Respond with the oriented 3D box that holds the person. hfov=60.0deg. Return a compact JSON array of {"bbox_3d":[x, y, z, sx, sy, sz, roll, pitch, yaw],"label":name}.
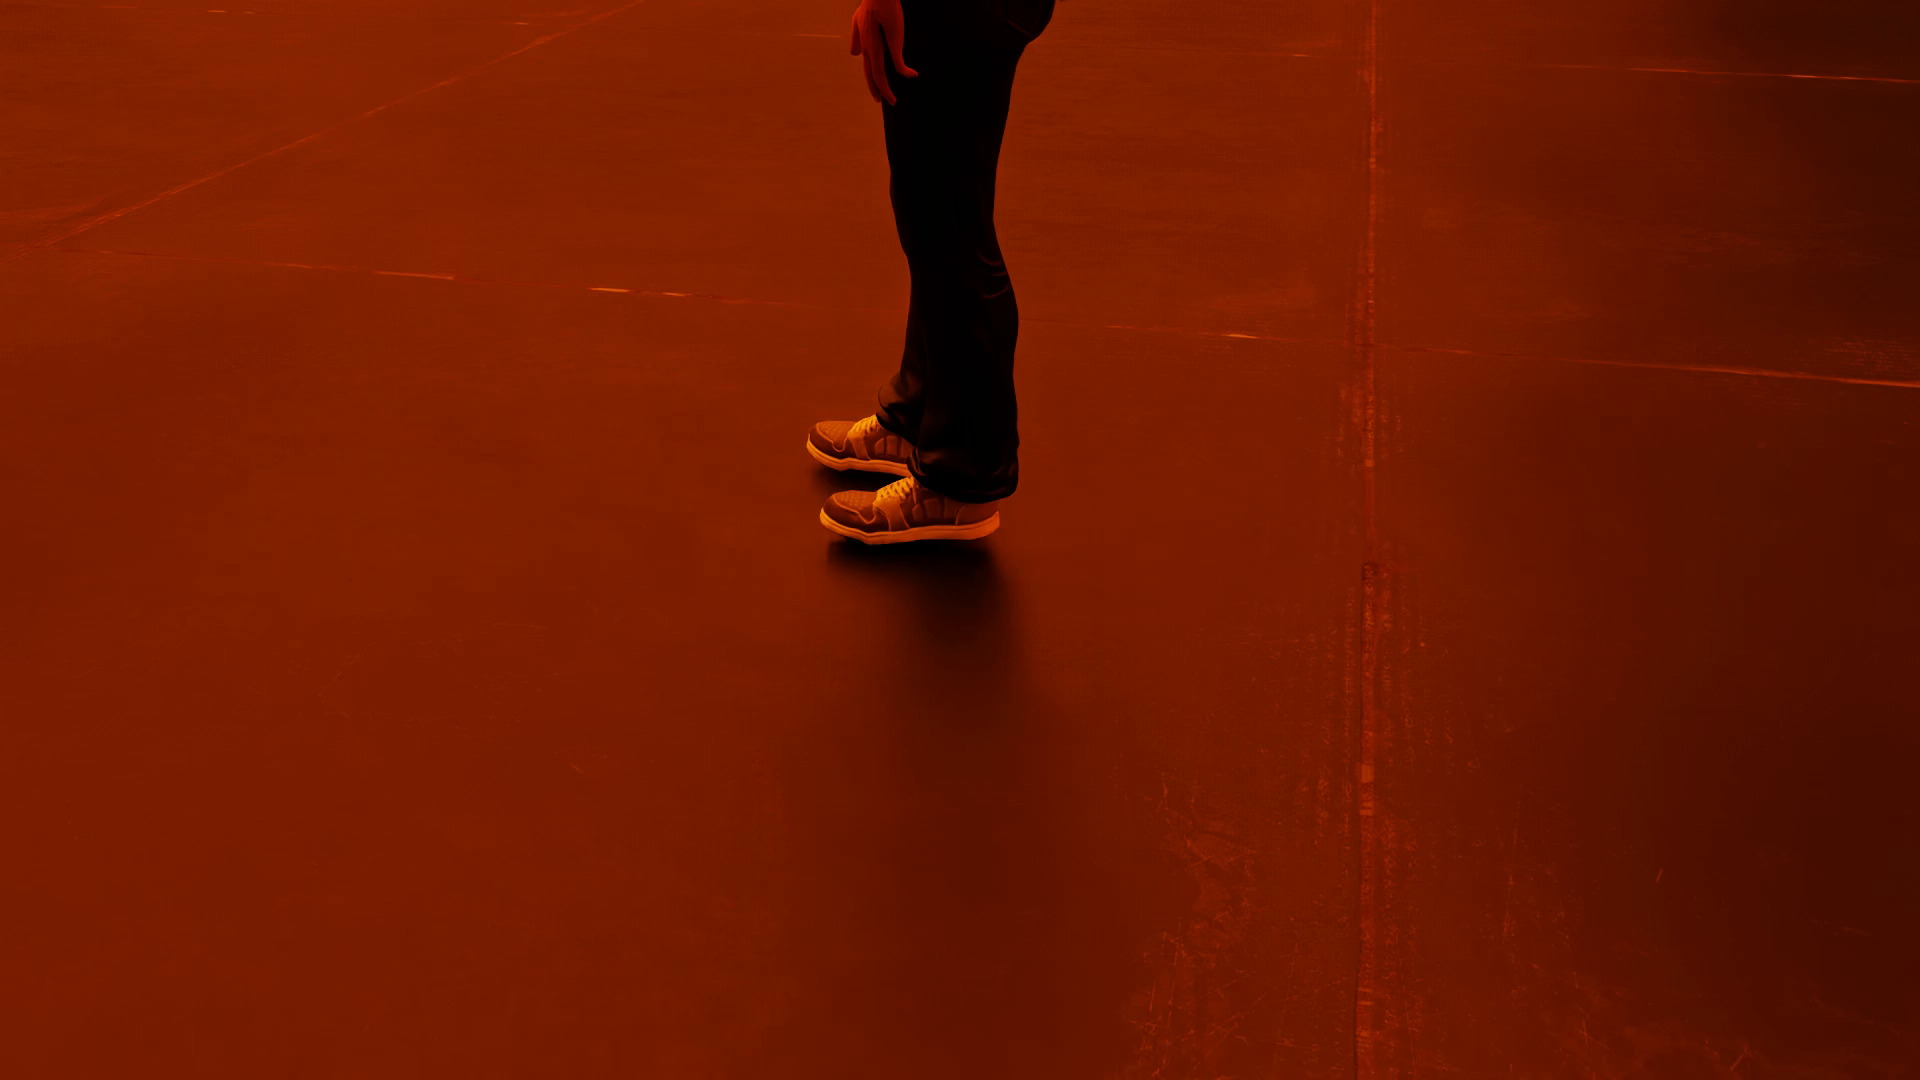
[{"bbox_3d":[-0.069,-0.733,2.164,0.476,1.597,0.520,6,27,11],"label":"person"}]
